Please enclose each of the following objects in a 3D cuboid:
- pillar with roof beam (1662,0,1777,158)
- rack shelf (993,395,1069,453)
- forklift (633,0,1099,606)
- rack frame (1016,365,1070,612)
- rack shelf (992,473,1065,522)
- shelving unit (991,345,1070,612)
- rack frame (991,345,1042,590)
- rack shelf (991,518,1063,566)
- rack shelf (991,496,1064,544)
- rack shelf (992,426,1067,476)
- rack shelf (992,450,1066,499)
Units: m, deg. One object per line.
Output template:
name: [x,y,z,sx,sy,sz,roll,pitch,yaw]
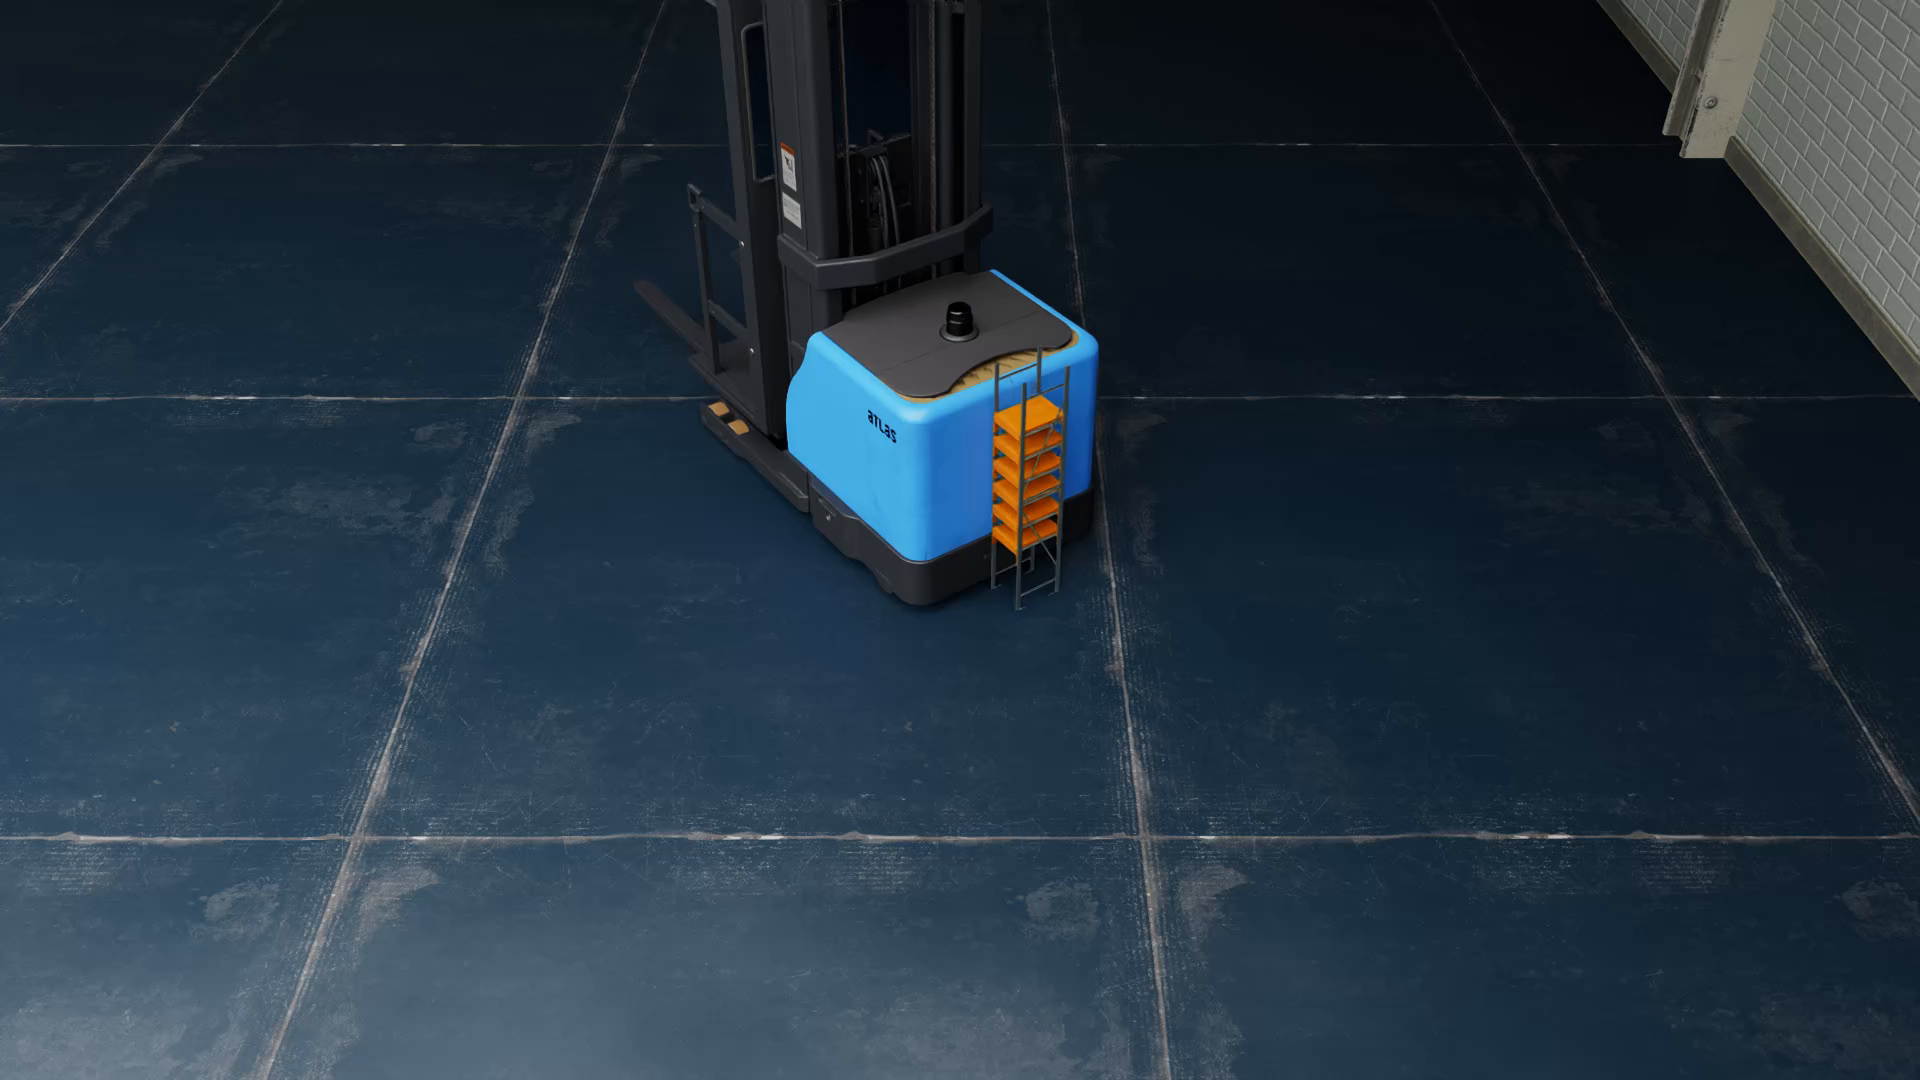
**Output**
pillar with roof beam: [0.565,-6.130,8.203,9.100,9.000,0.400,0,39,0]
rack shelf: [0.292,-0.487,6.894,0.258,0.103,0.180,-24,45,-27]
forklift: [-0.650,-1.735,7.571,1.130,2.935,3.031,-24,45,-27]
rack frame: [0.345,-0.195,7.033,0.240,1.200,0.006,-24,45,-27]
rack shelf: [0.292,-0.206,7.119,0.258,0.103,0.180,-24,45,-27]
shelving unit: [0.292,-0.241,7.091,0.258,1.200,0.189,-24,45,-27]
rack frame: [0.239,-0.288,7.149,0.240,1.200,0.006,-24,45,-27]
rack shelf: [0.292,-0.019,7.269,0.258,0.103,0.180,-24,45,-27]
rack shelf: [0.292,-0.113,7.194,0.258,0.103,0.180,-24,45,-27]
rack shelf: [0.292,-0.394,6.969,0.258,0.103,0.180,-24,45,-27]
rack shelf: [0.292,-0.300,7.044,0.258,0.103,0.180,-24,45,-27]
